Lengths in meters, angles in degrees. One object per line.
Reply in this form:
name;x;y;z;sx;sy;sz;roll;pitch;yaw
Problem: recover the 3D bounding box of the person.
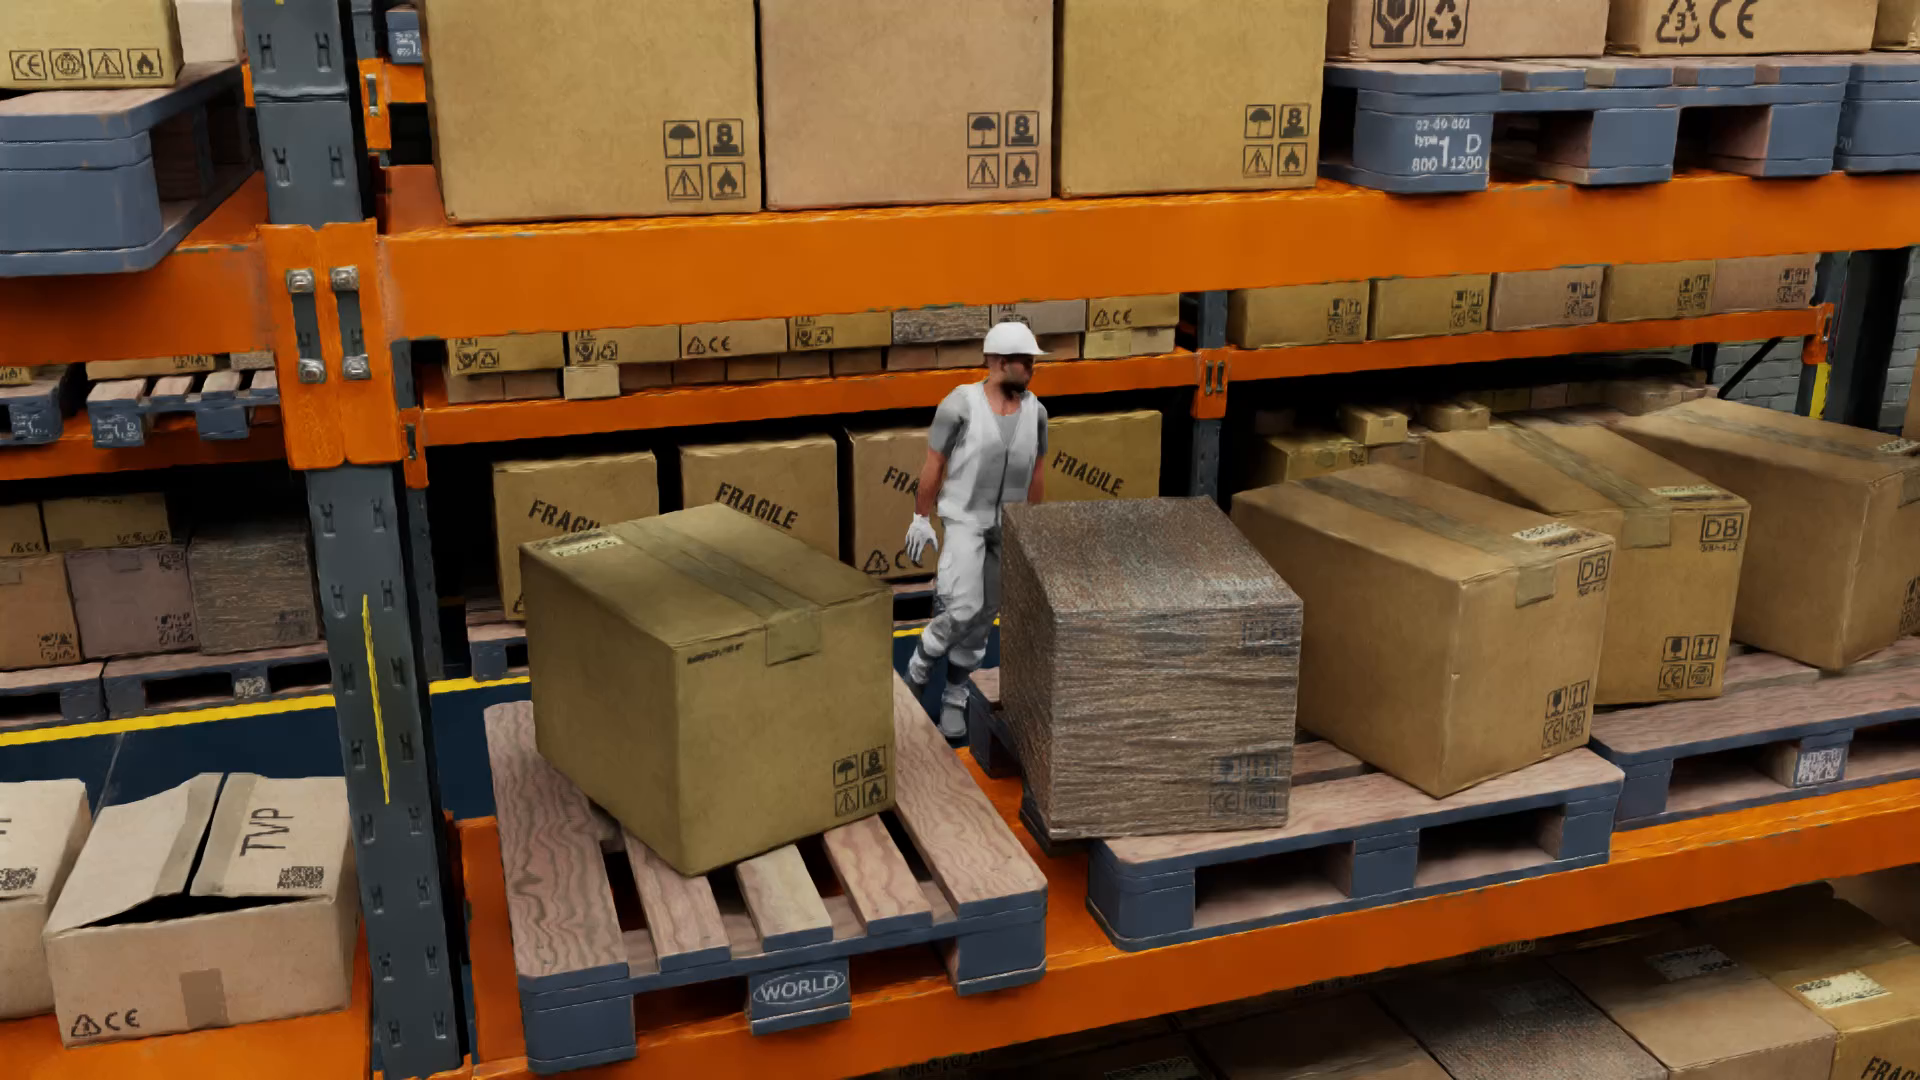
person;0.078;-0.025;7.069;0.728;1.774;0.452;-8;21;-22
